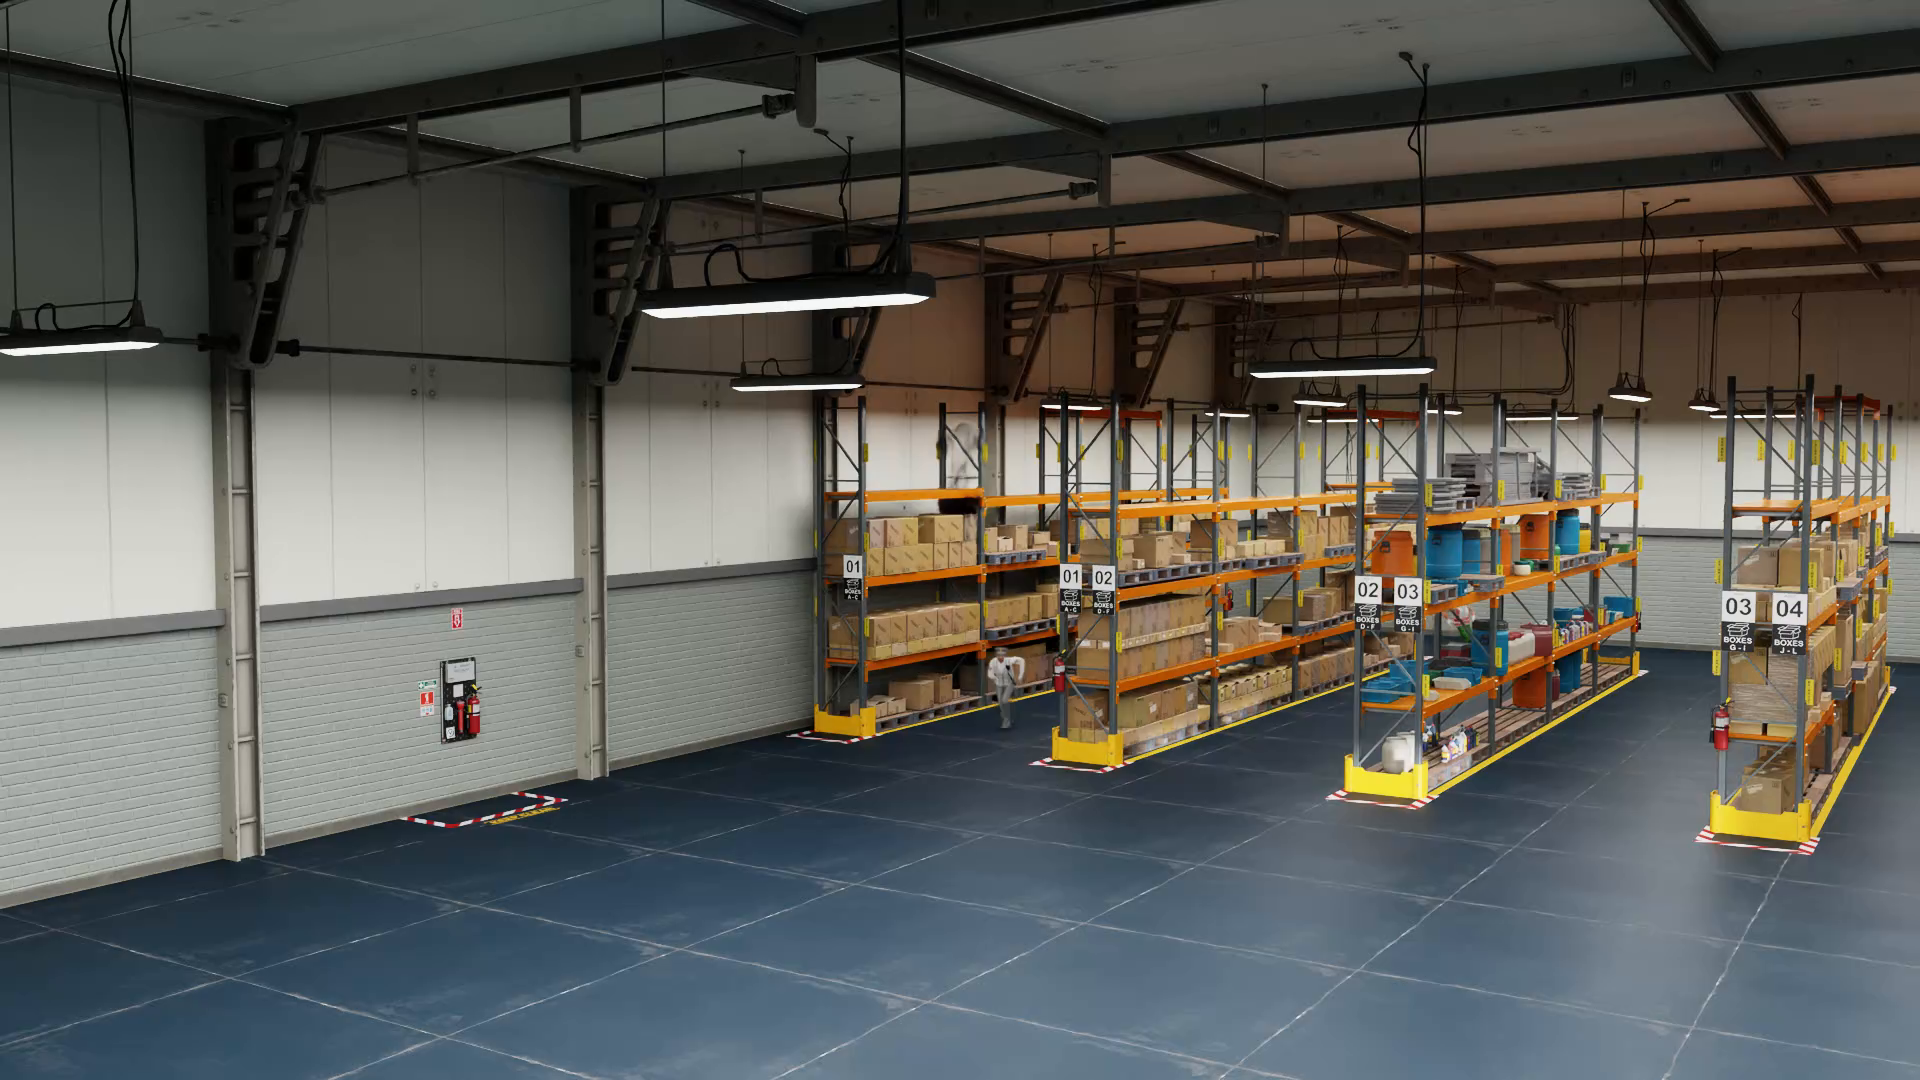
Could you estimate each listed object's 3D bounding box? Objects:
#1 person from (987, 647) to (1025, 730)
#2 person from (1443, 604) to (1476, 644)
[{"bbox_3d":[0.840,2.666,30.014,0.649,1.529,0.913,1,3,15],"label":"person"},{"bbox_3d":[12.152,2.049,40.225,0.782,1.689,0.630,-1,3,-18],"label":"person"}]
